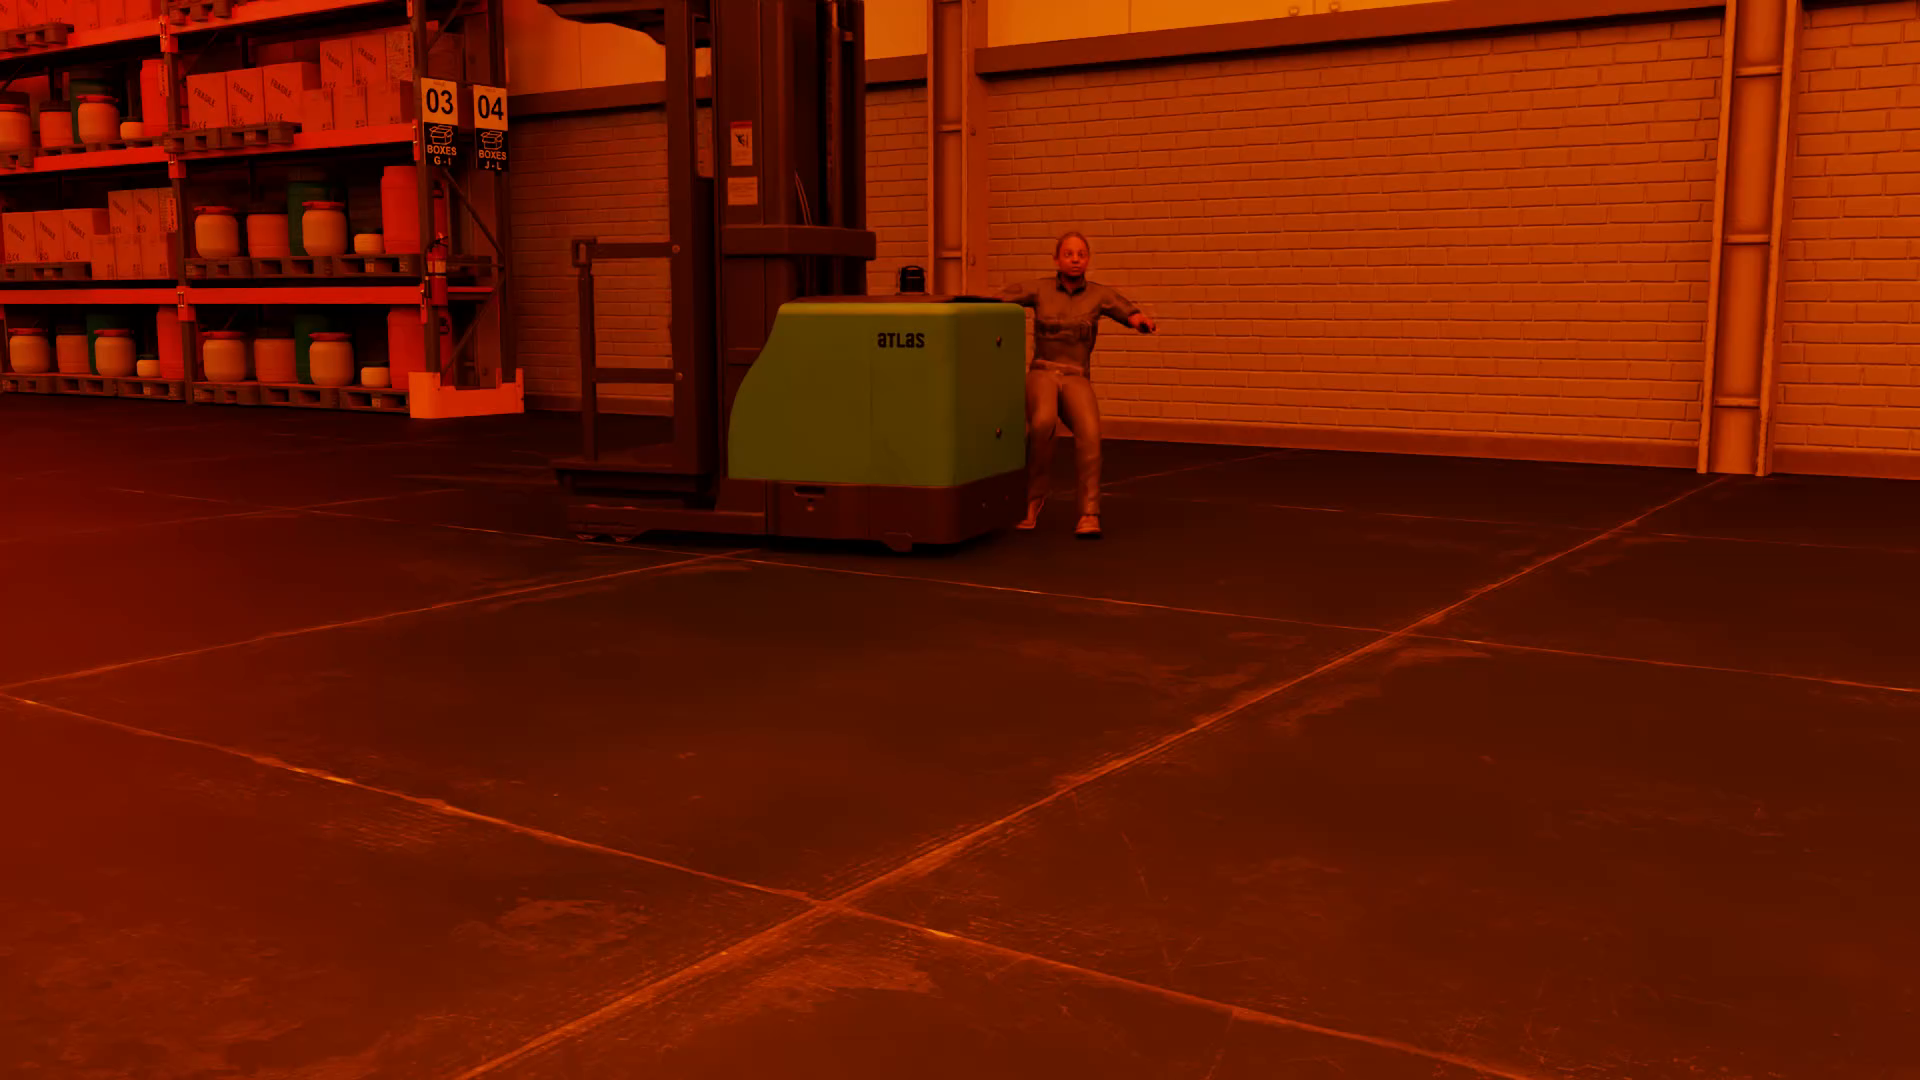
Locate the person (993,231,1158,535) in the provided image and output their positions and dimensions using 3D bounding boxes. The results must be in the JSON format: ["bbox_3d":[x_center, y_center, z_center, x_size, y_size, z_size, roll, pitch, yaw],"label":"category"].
[{"bbox_3d":[0.499,-0.759,7.880,0.886,1.412,0.798,-1,8,-10],"label":"person"}]

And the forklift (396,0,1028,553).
[{"bbox_3d":[-1.250,-1.504,7.772,3.031,2.935,1.130,3,9,21],"label":"forklift"}]
